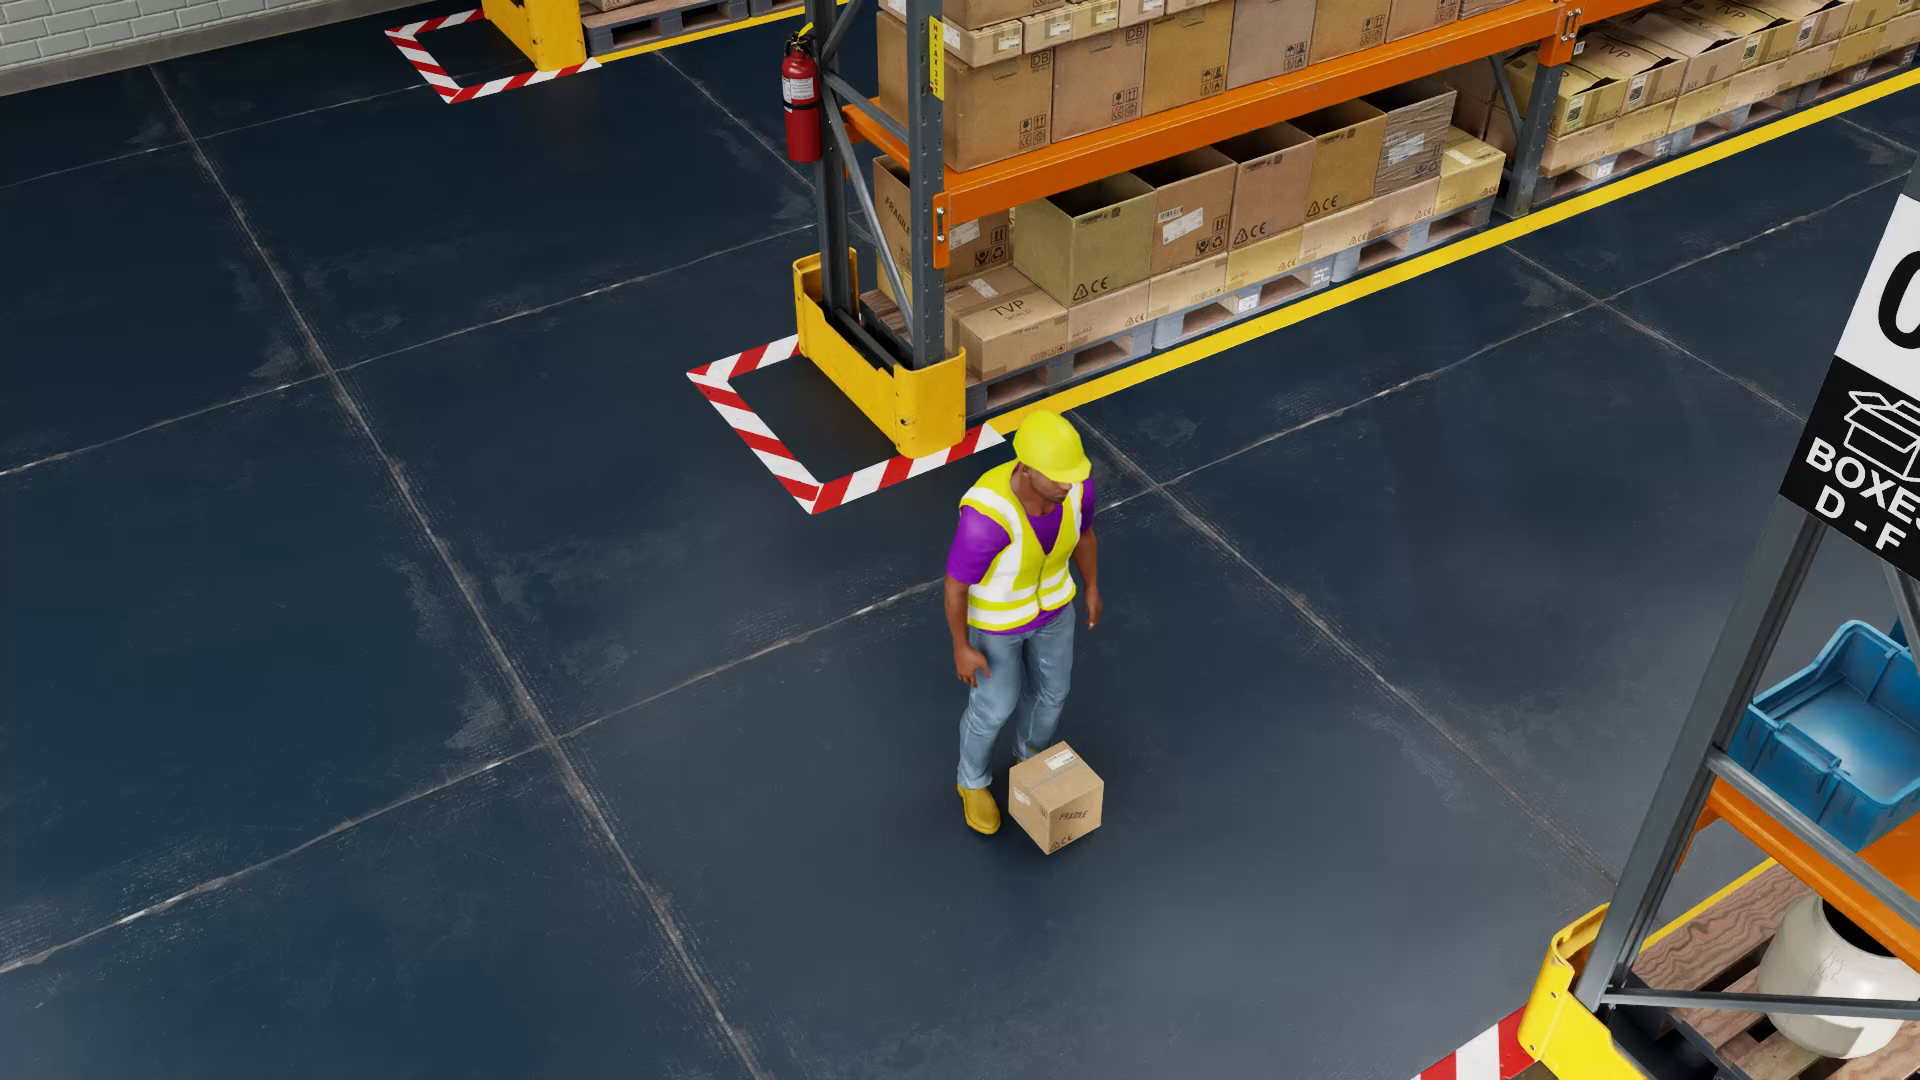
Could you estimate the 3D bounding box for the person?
[{"bbox_3d":[0.231,0.261,5.838,0.638,1.761,0.457,-24,46,-26],"label":"person"}]
